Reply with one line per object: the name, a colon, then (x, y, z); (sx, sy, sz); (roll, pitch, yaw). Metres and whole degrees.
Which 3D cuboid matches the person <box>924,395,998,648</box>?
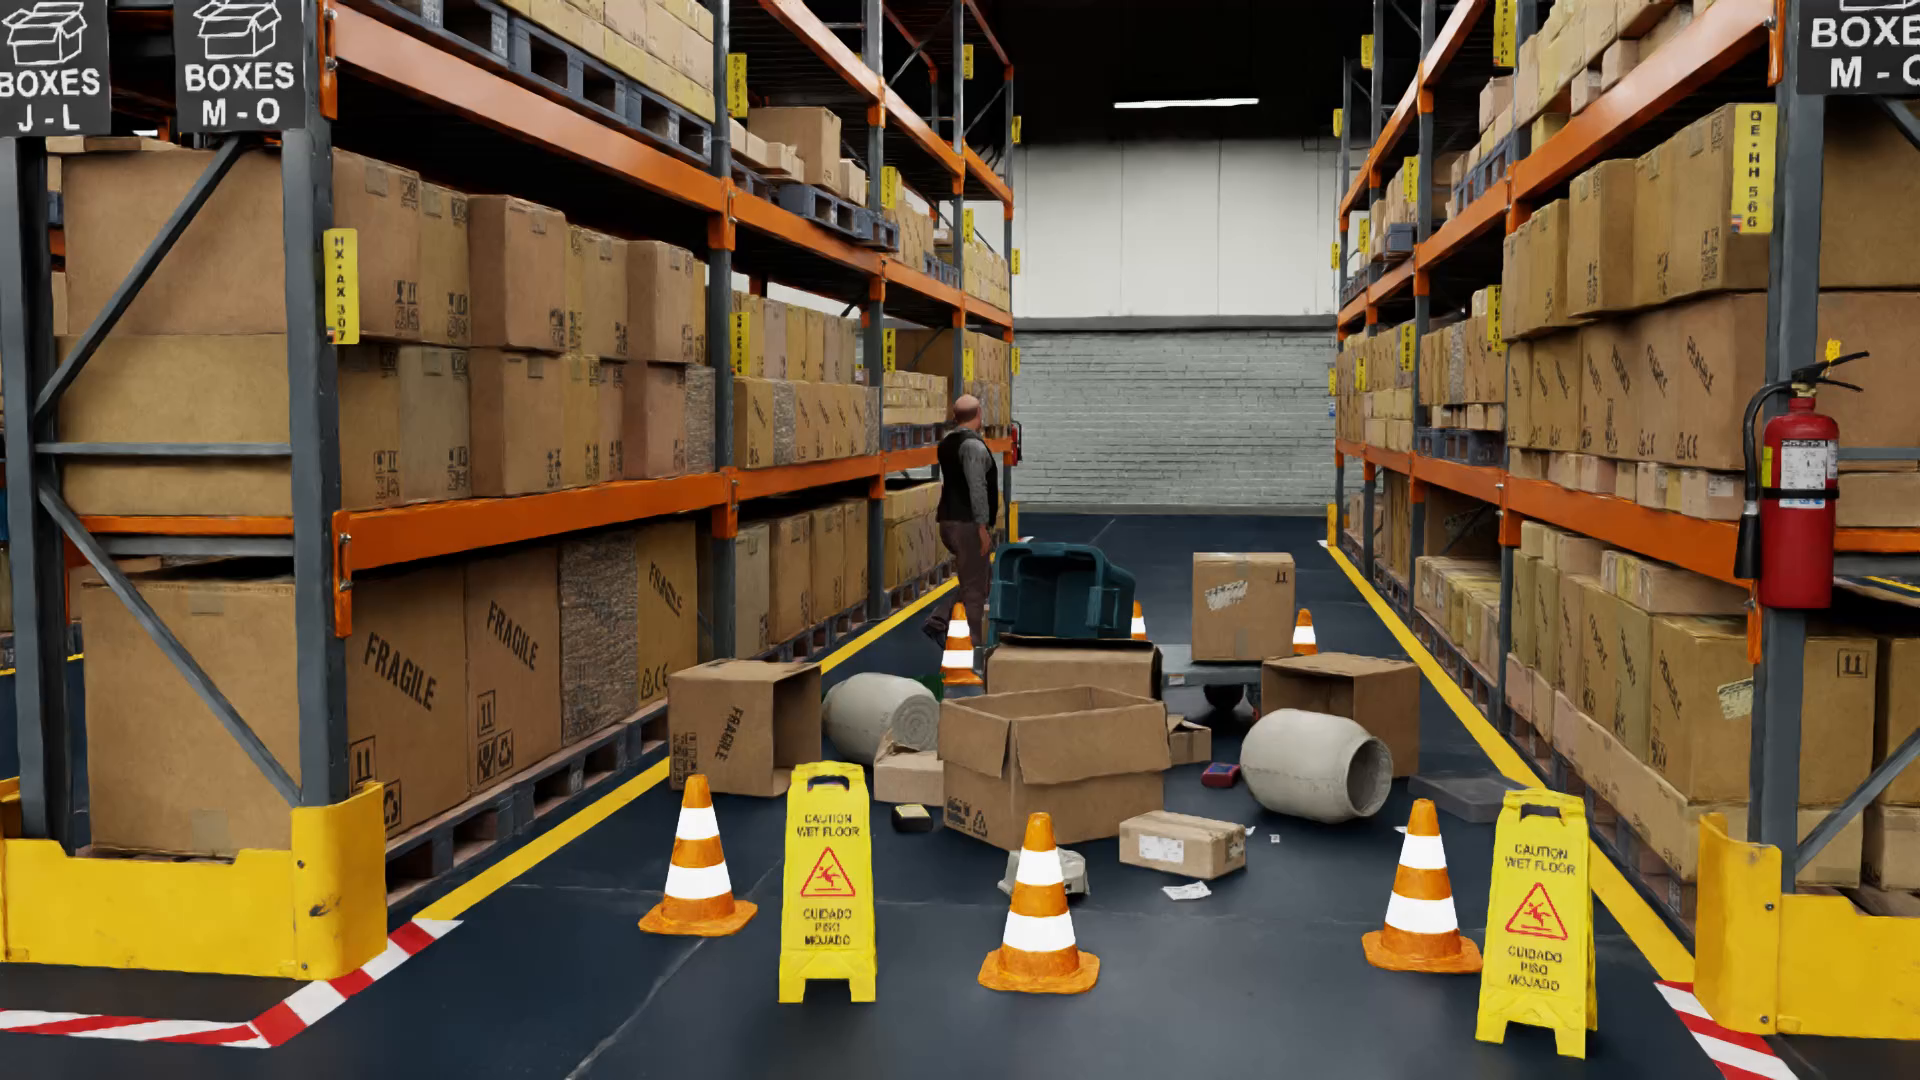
person: (0.023, -0.084, 10.445); (0.472, 1.652, 0.592); (-1, 5, -17)
